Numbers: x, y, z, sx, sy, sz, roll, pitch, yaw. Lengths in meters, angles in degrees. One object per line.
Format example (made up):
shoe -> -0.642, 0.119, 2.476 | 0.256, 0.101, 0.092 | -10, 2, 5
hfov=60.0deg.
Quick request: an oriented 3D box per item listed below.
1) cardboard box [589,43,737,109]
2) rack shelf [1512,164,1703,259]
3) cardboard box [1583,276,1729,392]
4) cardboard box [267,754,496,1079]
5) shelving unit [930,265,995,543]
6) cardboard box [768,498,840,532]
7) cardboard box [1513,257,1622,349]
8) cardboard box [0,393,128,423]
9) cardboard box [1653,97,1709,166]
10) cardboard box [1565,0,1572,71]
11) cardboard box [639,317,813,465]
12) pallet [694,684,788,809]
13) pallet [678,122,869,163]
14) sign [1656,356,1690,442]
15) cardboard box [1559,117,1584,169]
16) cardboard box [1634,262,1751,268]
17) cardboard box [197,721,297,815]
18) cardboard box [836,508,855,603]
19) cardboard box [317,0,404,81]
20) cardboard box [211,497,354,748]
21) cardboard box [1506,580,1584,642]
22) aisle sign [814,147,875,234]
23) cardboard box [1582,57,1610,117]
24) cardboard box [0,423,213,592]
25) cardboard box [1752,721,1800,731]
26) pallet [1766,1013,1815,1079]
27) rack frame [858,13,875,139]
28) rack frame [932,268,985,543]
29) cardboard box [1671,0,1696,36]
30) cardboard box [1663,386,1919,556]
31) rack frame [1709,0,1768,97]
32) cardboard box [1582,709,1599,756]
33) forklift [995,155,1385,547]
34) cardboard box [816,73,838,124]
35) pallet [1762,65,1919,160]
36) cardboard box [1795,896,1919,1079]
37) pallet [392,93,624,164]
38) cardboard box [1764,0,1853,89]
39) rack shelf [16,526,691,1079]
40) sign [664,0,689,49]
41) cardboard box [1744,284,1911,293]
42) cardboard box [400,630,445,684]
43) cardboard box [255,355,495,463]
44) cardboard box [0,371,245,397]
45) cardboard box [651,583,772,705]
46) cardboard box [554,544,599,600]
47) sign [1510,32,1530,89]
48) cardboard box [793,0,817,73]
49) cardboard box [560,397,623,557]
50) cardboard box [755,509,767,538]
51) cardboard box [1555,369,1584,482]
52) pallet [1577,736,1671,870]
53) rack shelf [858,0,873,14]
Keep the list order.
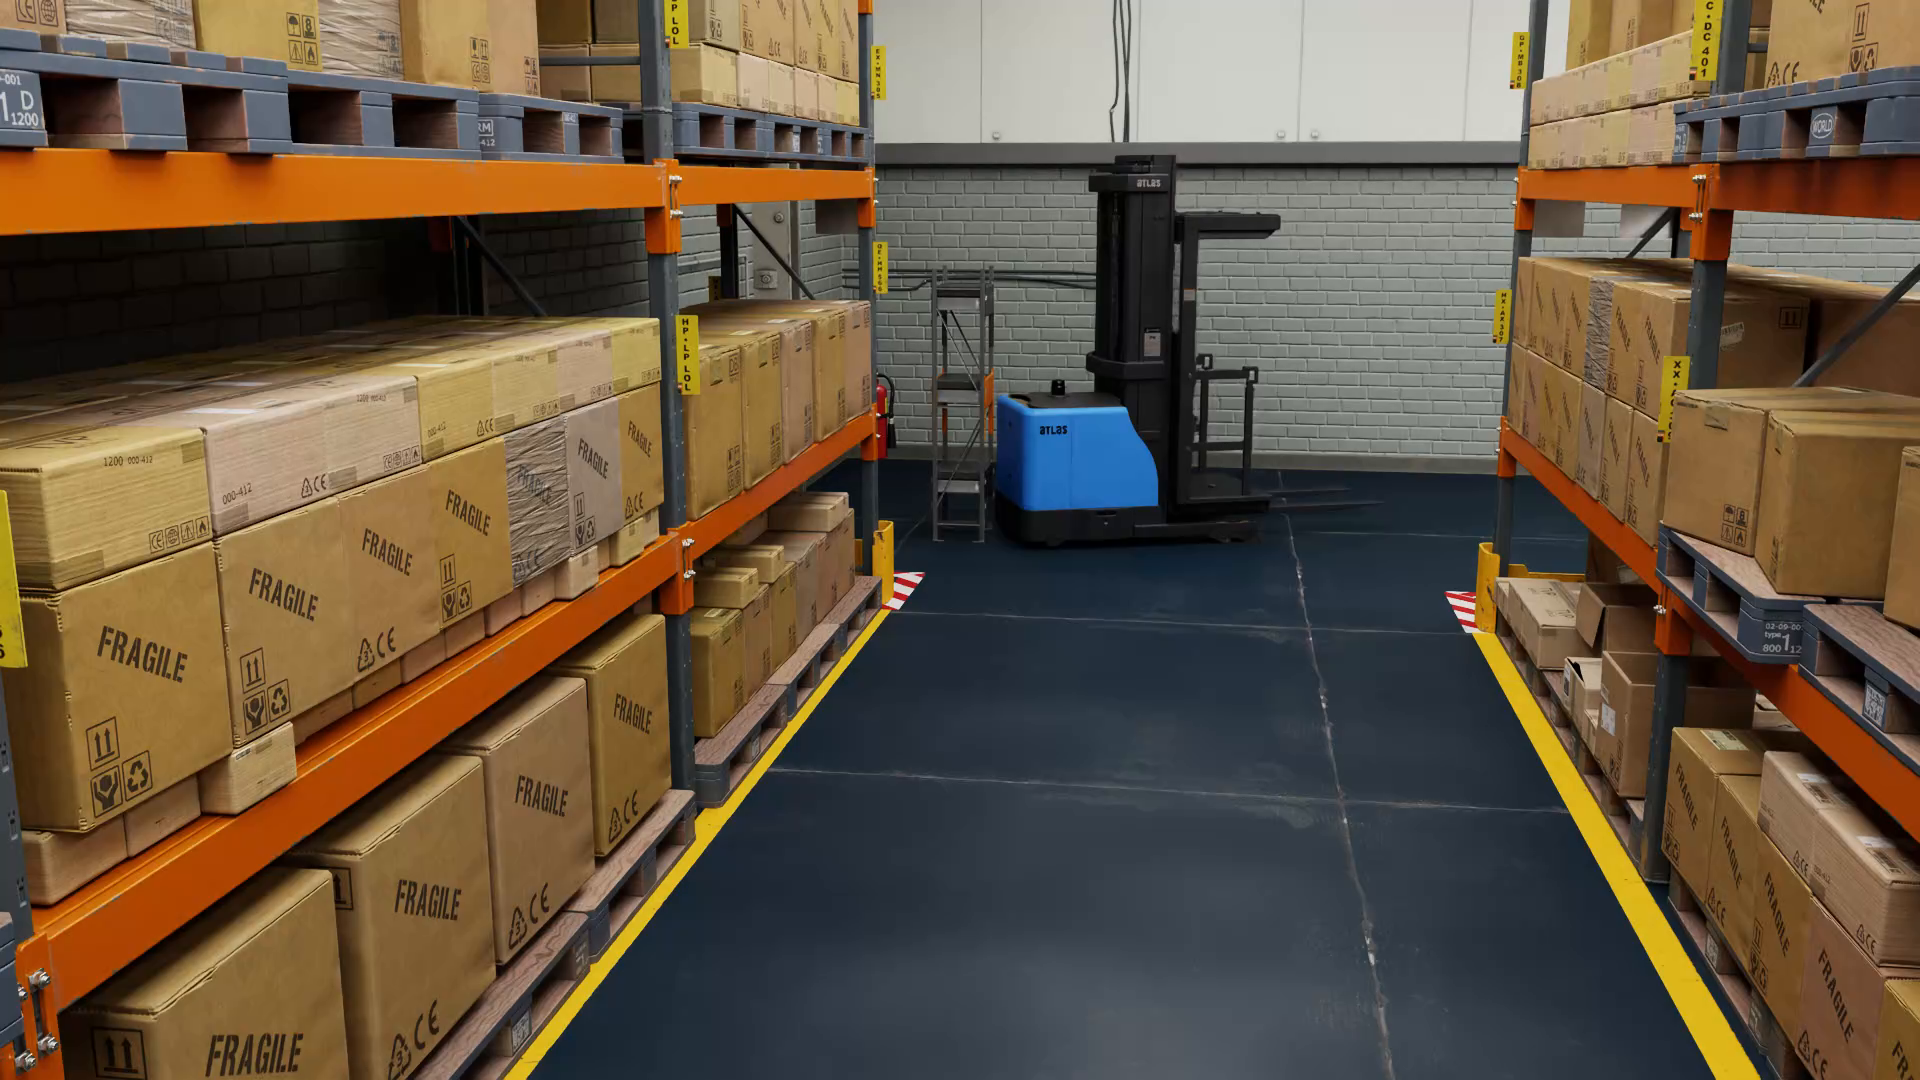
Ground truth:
cardboard box -> -1.295, -2.033, 7.308 | 0.500, 0.250, 0.500 | 2, 12, 8
rack shelf -> 3.541, -1.622, 7.985 | 1.077, 0.370, 4.000 | 2, 12, 9
cardboard box -> 3.209, -0.954, 7.687 | 0.500, 0.500, 0.500 | 2, 12, 9
cardboard box -> -1.893, 1.097, 4.889 | 0.750, 0.750, 0.750 | 2, 12, 8
shelving unit -> 0.025, -1.061, 12.932 | 0.431, 2.100, 0.503 | 2, 12, 9
cardboard box -> -0.934, -0.149, 9.960 | 0.380, 0.149, 0.250 | 2, 12, 10
cardboard box -> 3.520, -1.377, 9.653 | 0.500, 0.500, 0.500 | 2, 12, 10
cardboard box -> -2.380, -0.199, 4.025 | 0.500, 0.250, 0.500 | 1, 12, 7
cardboard box -> 3.045, -1.593, 6.503 | 0.500, 0.250, 0.500 | 2, 12, 9
cardboard box -> 3.786, -2.820, 9.227 | 0.700, 0.500, 0.500 | 2, 12, 9
cardboard box -> -1.343, -0.813, 8.933 | 0.980, 0.700, 0.700 | 1, 12, 6
pallet -> -1.468, 0.957, 8.051 | 1.003, 0.211, 1.213 | 2, 12, 9
pallet -> -1.151, -2.351, 9.874 | 1.003, 0.211, 1.213 | 2, 12, 9
sign -> 2.696, -0.530, 6.277 | 0.100, 0.325, 0.005 | 2, 12, 9
cardboard box -> 3.353, -2.010, 8.435 | 0.500, 0.250, 0.500 | 2, 12, 9
cardboard box -> 3.975, -1.254, 9.082 | 0.500, 0.500, 0.500 | 2, 12, 10
cardboard box -> -1.826, 0.530, 3.965 | 0.380, 0.149, 0.250 | 2, 12, 10
cardboard box -> -1.056, 0.083, 10.427 | 0.700, 0.500, 0.500 | 2, 12, 9
cardboard box -> -2.068, -1.581, 4.807 | 0.700, 0.500, 0.500 | 2, 12, 9
cardboard box -> -1.860, 0.177, 4.062 | 0.500, 0.500, 0.500 | 2, 12, 11
cardboard box -> 3.408, 0.414, 9.435 | 0.500, 0.250, 0.500 | 2, 12, 9
aisle sign -> -0.739, -2.359, 10.649 | 0.394, 0.787, 0.004 | 2, 12, 9
cardboard box -> 3.277, -2.150, 7.899 | 0.500, 0.250, 0.500 | 2, 12, 9
cardboard box -> -1.948, -0.080, 3.476 | 0.500, 0.250, 0.500 | 2, 12, 10
cardboard box -> 3.512, 0.928, 6.904 | 0.500, 0.311, 0.500 | 2, 12, 9
pallet -> 2.960, 1.698, 4.614 | 1.003, 0.211, 1.213 | 2, 12, 9
rack frame -> -1.047, -4.016, 10.267 | 1.000, 3.000, 0.127 | 2, 12, 9
rack frame -> -0.012, -1.010, 12.696 | 0.400, 2.100, 0.015 | 2, 12, 9
cardboard box -> 3.558, -2.401, 7.283 | 0.700, 0.500, 0.500 | 2, 12, 9
cardboard box -> 2.939, -0.253, 5.815 | 0.700, 0.500, 0.500 | -2, 12, -10
rack frame -> 3.233, -3.023, 5.662 | 1.000, 3.000, 0.127 | 2, 12, 9
cardboard box -> 3.039, 0.880, 7.512 | 0.380, 0.149, 0.250 | 2, 12, 9
forklift -> 1.855, -1.517, 13.076 | 3.031, 2.935, 1.130 | -3, 12, -11
cardboard box -> -0.976, -2.461, 9.293 | 0.500, 0.250, 0.500 | 1, 12, 7
pallet -> 2.907, -1.116, 4.376 | 1.213, 0.211, 1.003 | 2, 12, 9
cardboard box -> 2.685, 1.329, 4.593 | 0.500, 0.500, 0.500 | 1, 12, 7
pallet -> -1.754, -1.431, 5.846 | 0.805, 0.209, 1.217 | 1, 12, 6
cardboard box -> 3.083, -1.758, 5.437 | 0.600, 0.600, 0.600 | 1, 12, 3
rack shelf -> -1.970, 0.518, 5.179 | 1.077, 0.370, 4.000 | 2, 12, 9
sign -> -1.124, -2.108, 6.559 | 0.100, 0.325, 0.005 | 2, 12, 9
cardboard box -> 3.663, -0.825, 7.089 | 0.500, 0.500, 0.500 | 1, 12, 7
cardboard box -> -1.772, 0.315, 4.962 | 0.380, 0.149, 0.250 | 2, 12, 9
cardboard box -> -1.725, -0.397, 4.945 | 0.500, 0.250, 0.500 | 2, 12, 7
cardboard box -> -2.298, -0.306, 4.520 | 0.500, 0.250, 0.500 | 2, 12, 7
cardboard box -> -1.365, 0.510, 8.446 | 0.700, 0.500, 0.500 | 2, 12, 8
cardboard box -> -1.517, 0.105, 5.935 | 0.380, 0.149, 0.250 | 2, 12, 9
sign -> 3.312, -2.834, 9.831 | 0.100, 0.325, 0.005 | 2, 12, 9
cardboard box -> -1.049, -2.723, 8.730 | 0.500, 0.500, 0.500 | 1, 12, 6
cardboard box -> -1.553, -0.244, 6.013 | 0.500, 0.500, 0.500 | 2, 12, 9
cardboard box -> -1.350, -0.109, 9.778 | 0.380, 0.149, 0.250 | 2, 12, 9
cardboard box -> 3.287, -0.572, 8.292 | 0.500, 0.500, 0.500 | 2, 12, 9
pallet -> 3.340, 1.130, 7.251 | 1.003, 0.211, 1.213 | 2, 12, 9
rack shelf -> -1.354, -3.052, 8.453 | 1.077, 0.370, 4.000 | 2, 12, 9
